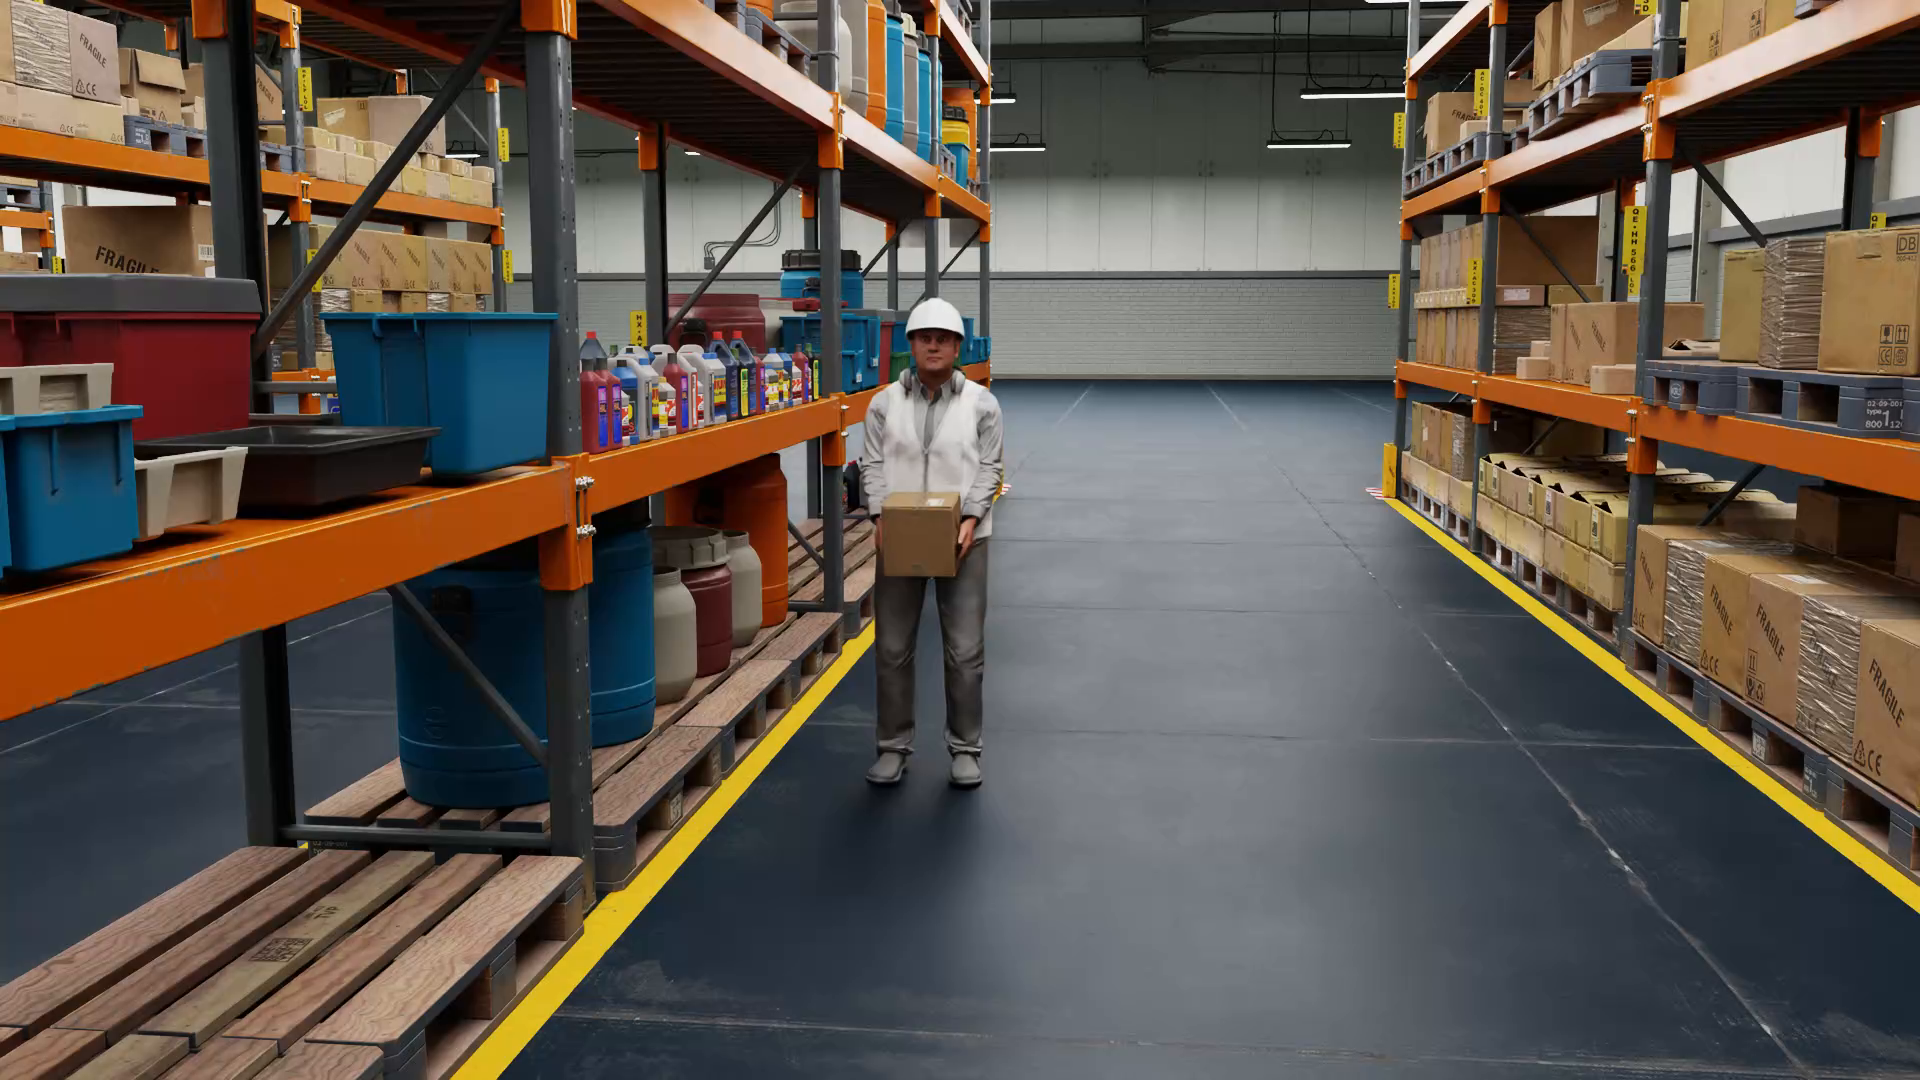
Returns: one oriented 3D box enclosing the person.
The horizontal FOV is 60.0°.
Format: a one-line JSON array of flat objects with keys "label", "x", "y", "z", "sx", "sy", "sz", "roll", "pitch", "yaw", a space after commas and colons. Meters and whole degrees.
[{"label": "person", "x": -0.106, "y": 0.014, "z": 6.062, "sx": 0.528, "sy": 1.778, "sz": 0.529, "roll": 1, "pitch": 8, "yaw": 6}]
